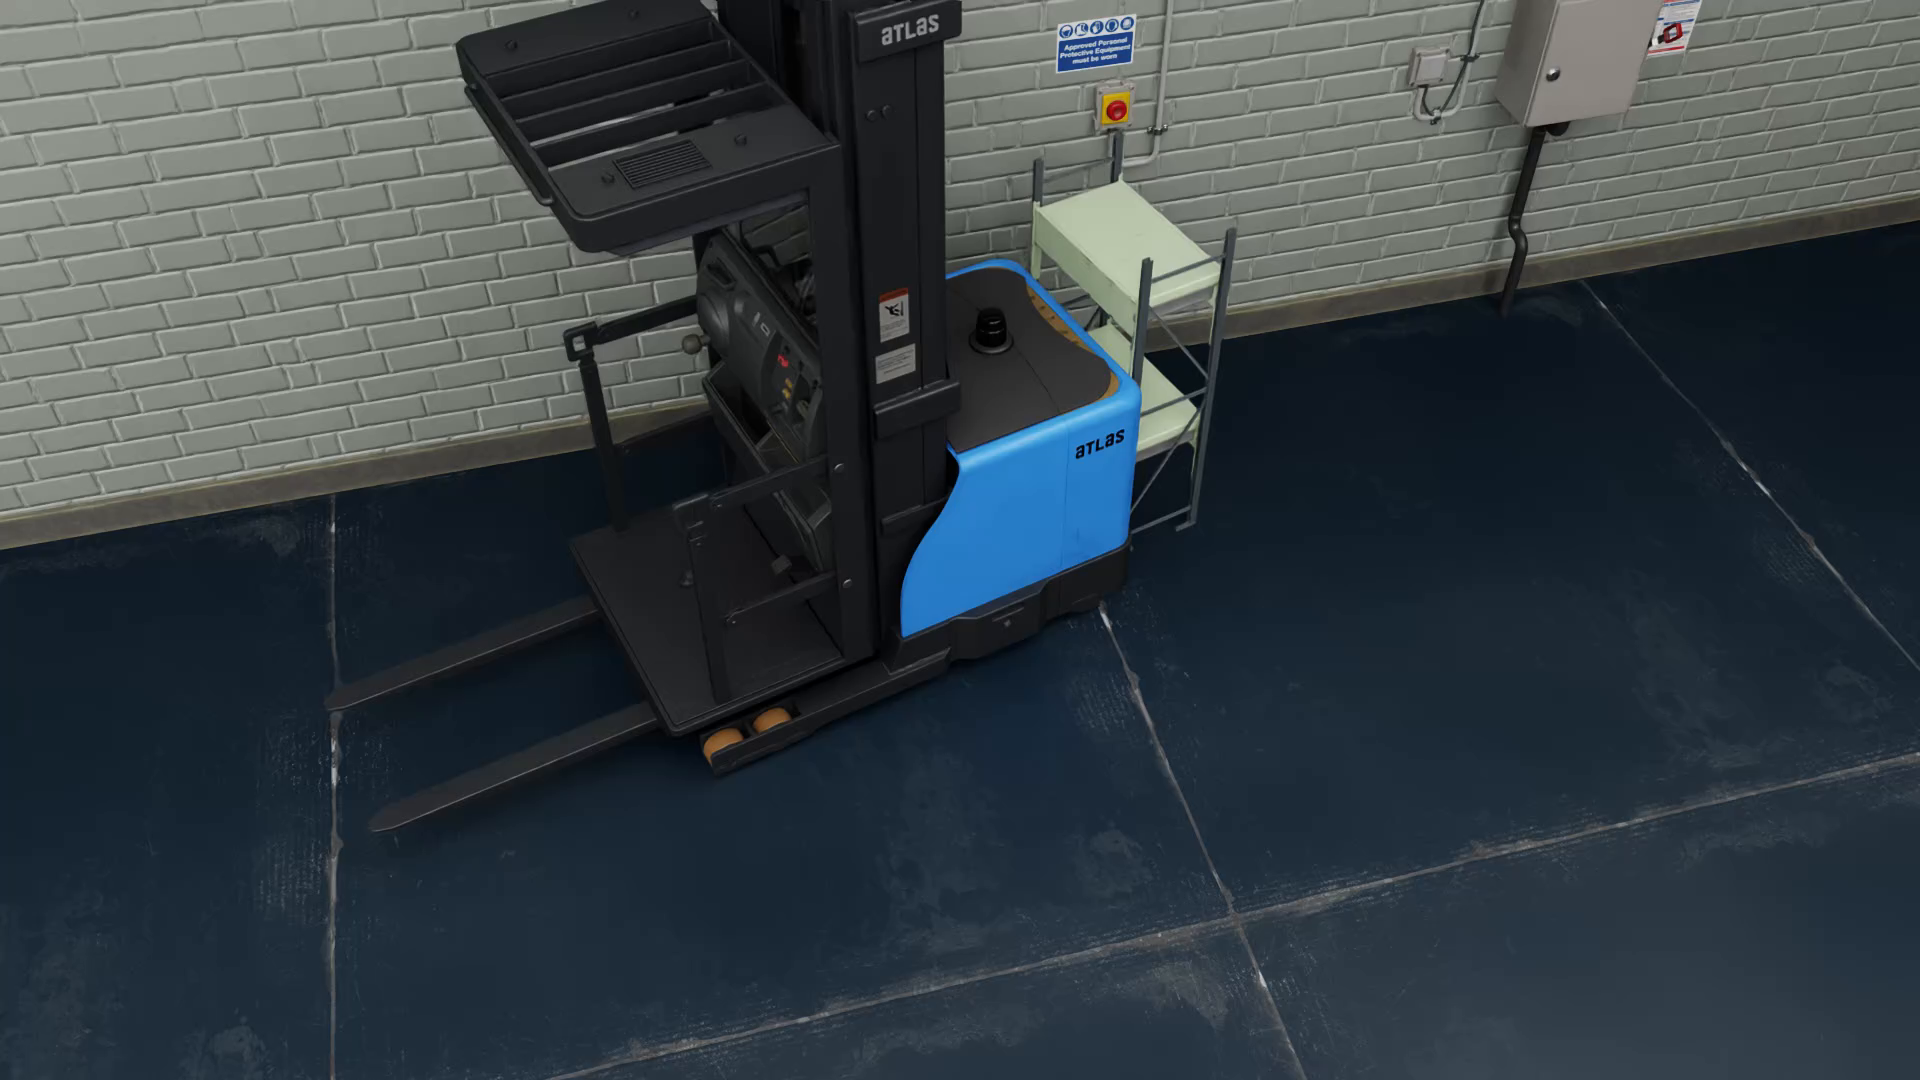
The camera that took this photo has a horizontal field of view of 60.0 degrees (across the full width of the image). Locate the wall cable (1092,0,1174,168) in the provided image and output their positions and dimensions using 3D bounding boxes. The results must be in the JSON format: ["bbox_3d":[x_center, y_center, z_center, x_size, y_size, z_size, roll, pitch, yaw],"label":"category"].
[{"bbox_3d":[0.606,-2.225,6.347,0.585,1.953,0.123,-11,47,-10],"label":"wall cable"}]

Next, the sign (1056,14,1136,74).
[{"bbox_3d":[0.544,-1.986,6.658,0.327,0.218,0.001,-11,47,-10],"label":"sign"}]

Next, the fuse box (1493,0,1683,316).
[{"bbox_3d":[2.674,-1.690,7.459,0.539,1.711,0.414,-11,47,-10],"label":"fuse box"}]

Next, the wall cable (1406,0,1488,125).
[{"bbox_3d":[1.974,-2.481,6.621,0.588,1.984,0.122,-11,47,-10],"label":"wall cable"}]

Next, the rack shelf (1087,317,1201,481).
[{"bbox_3d":[0.639,-0.528,6.924,0.431,0.370,0.720,-22,50,-20],"label":"rack shelf"}]

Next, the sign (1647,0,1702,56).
[{"bbox_3d":[3.098,-2.341,7.262,0.329,0.494,0.001,-11,47,-10],"label":"sign"}]

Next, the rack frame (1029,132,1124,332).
[{"bbox_3d":[0.457,-0.983,6.913,0.400,1.500,0.023,-22,50,-20],"label":"rack frame"}]

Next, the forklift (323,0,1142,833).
[{"bbox_3d":[-0.859,-0.603,5.539,3.031,2.935,1.130,-22,49,-20],"label":"forklift"}]

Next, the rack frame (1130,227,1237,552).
[{"bbox_3d":[0.821,-0.529,6.469,0.400,1.500,0.023,-22,50,-20],"label":"rack frame"}]

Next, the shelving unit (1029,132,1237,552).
[{"bbox_3d":[0.639,-0.756,6.691,0.431,1.500,0.755,-22,50,-20],"label":"shelving unit"}]

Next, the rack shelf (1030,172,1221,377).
[{"bbox_3d":[0.639,-1.029,6.413,0.431,0.370,0.720,-22,50,-20],"label":"rack shelf"}]
